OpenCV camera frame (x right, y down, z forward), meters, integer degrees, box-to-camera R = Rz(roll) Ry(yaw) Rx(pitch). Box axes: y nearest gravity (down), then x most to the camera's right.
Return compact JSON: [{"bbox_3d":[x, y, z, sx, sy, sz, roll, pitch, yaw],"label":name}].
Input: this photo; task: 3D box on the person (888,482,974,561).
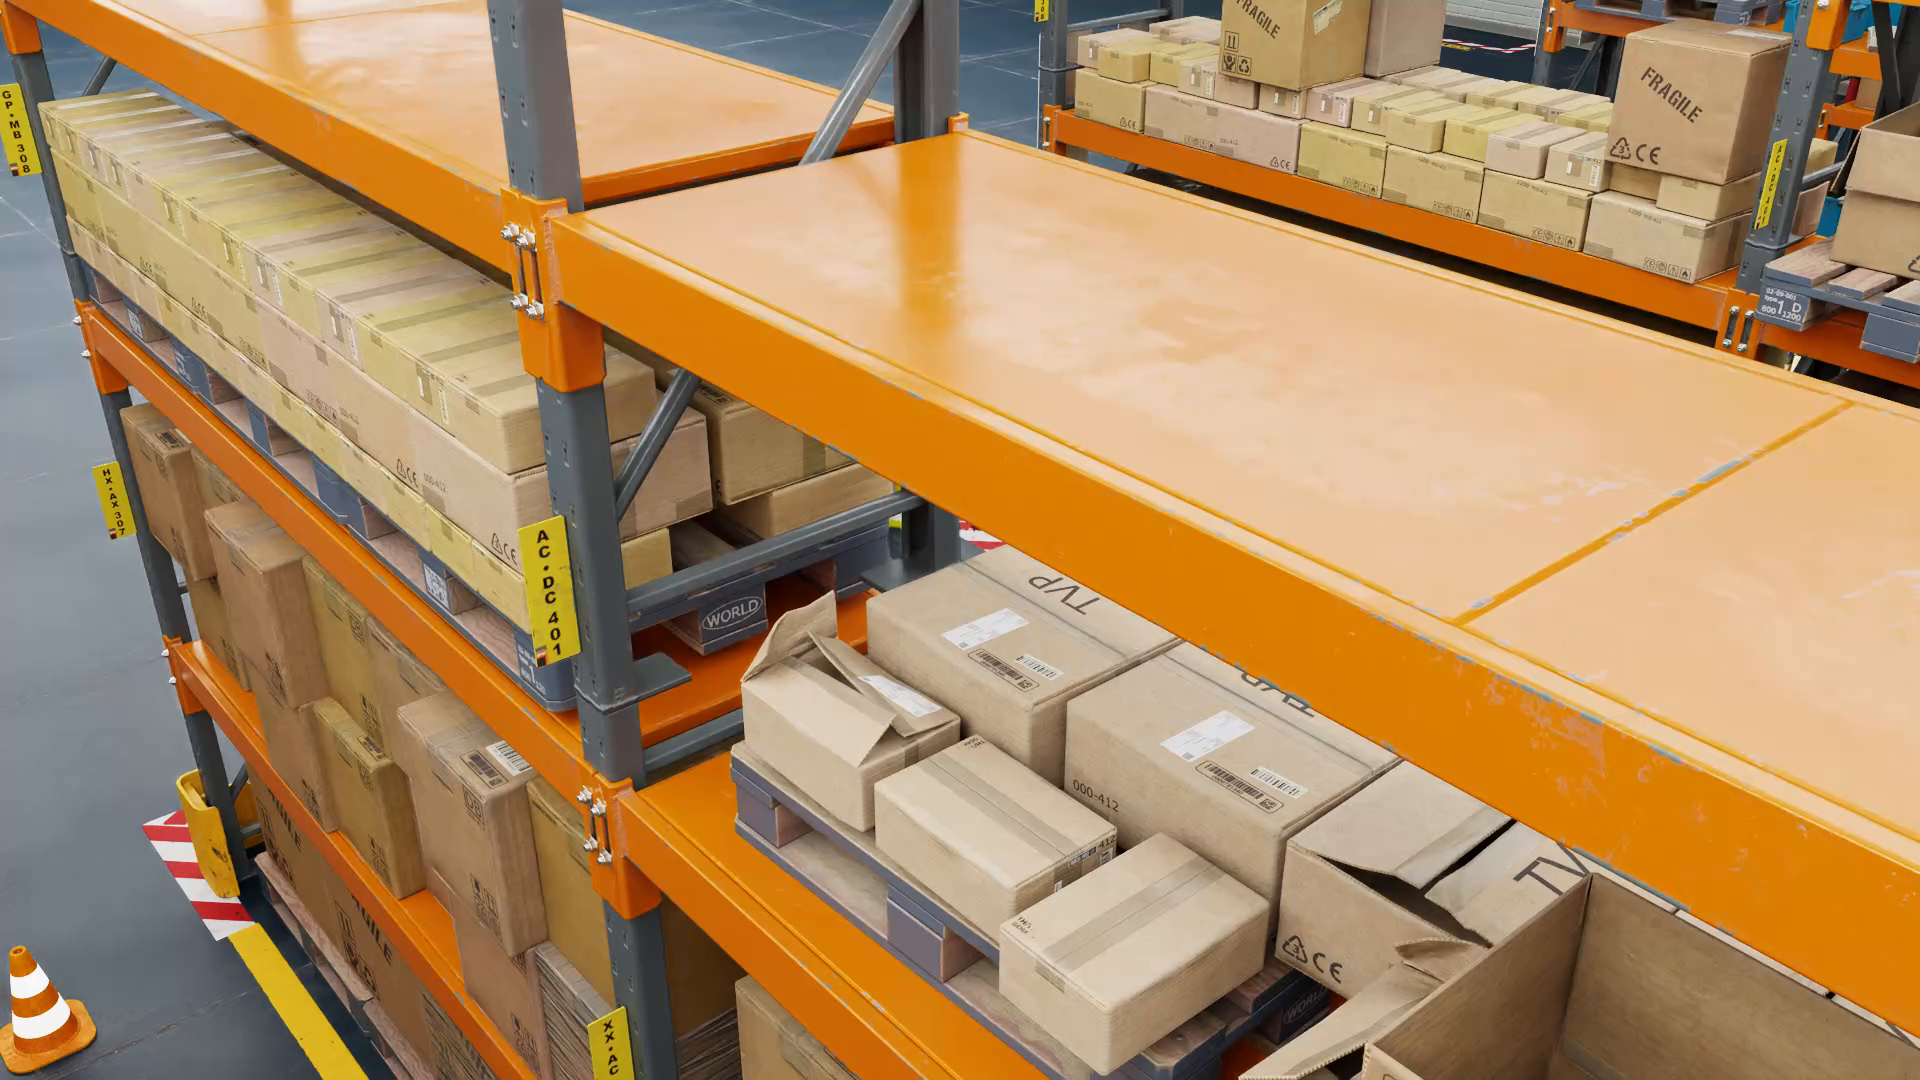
[{"bbox_3d":[-0.190,-0.110,8.976,0.693,1.779,0.501,1,28,2],"label":"person"}]
